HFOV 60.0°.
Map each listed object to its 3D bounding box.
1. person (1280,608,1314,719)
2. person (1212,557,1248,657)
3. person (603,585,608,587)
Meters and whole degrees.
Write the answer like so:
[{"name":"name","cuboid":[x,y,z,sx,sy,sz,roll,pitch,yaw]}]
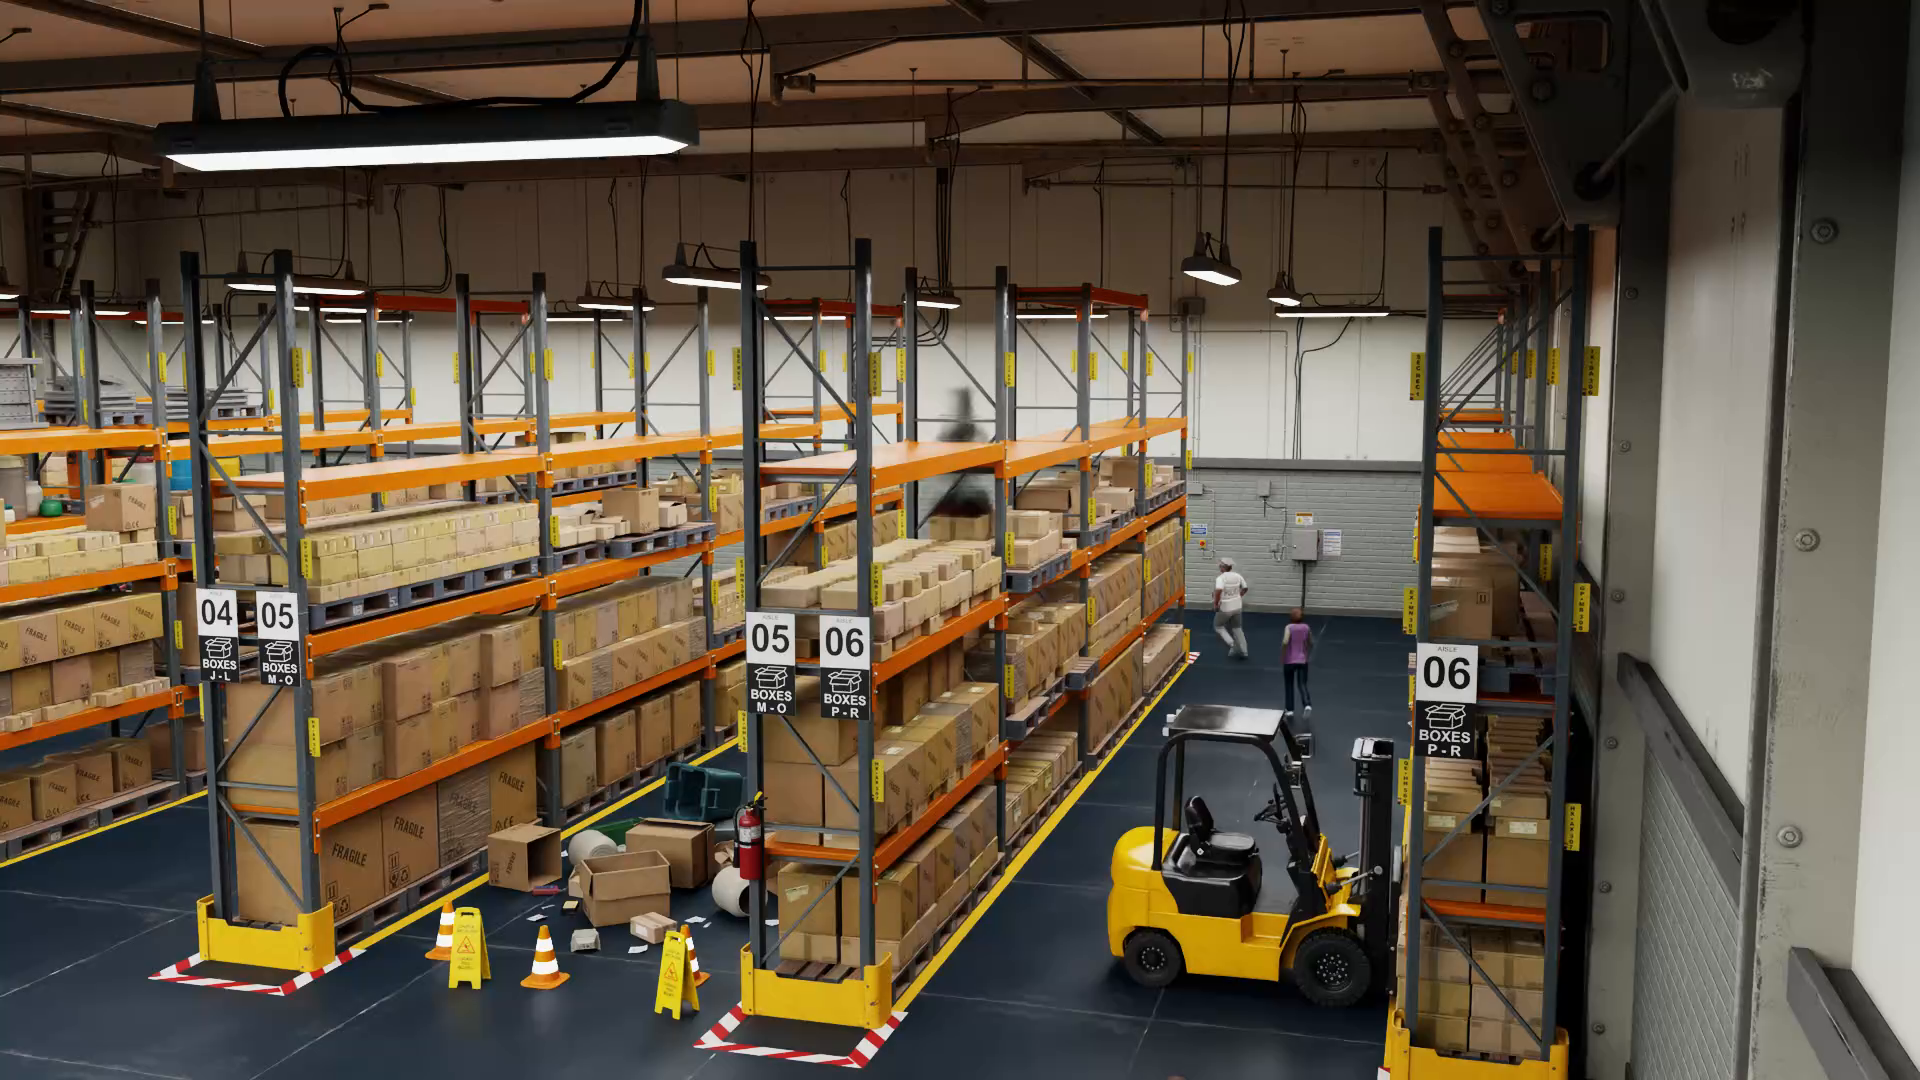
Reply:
[{"name":"person","cuboid":[4.730,1.743,23.340,0.537,1.586,0.881,-1,6,-6]},{"name":"person","cuboid":[4.544,1.144,28.311,0.721,1.729,0.591,-3,7,-23]},{"name":"person","cuboid":[-5.409,1.502,25.513,0.592,1.629,0.577,2,7,17]}]
